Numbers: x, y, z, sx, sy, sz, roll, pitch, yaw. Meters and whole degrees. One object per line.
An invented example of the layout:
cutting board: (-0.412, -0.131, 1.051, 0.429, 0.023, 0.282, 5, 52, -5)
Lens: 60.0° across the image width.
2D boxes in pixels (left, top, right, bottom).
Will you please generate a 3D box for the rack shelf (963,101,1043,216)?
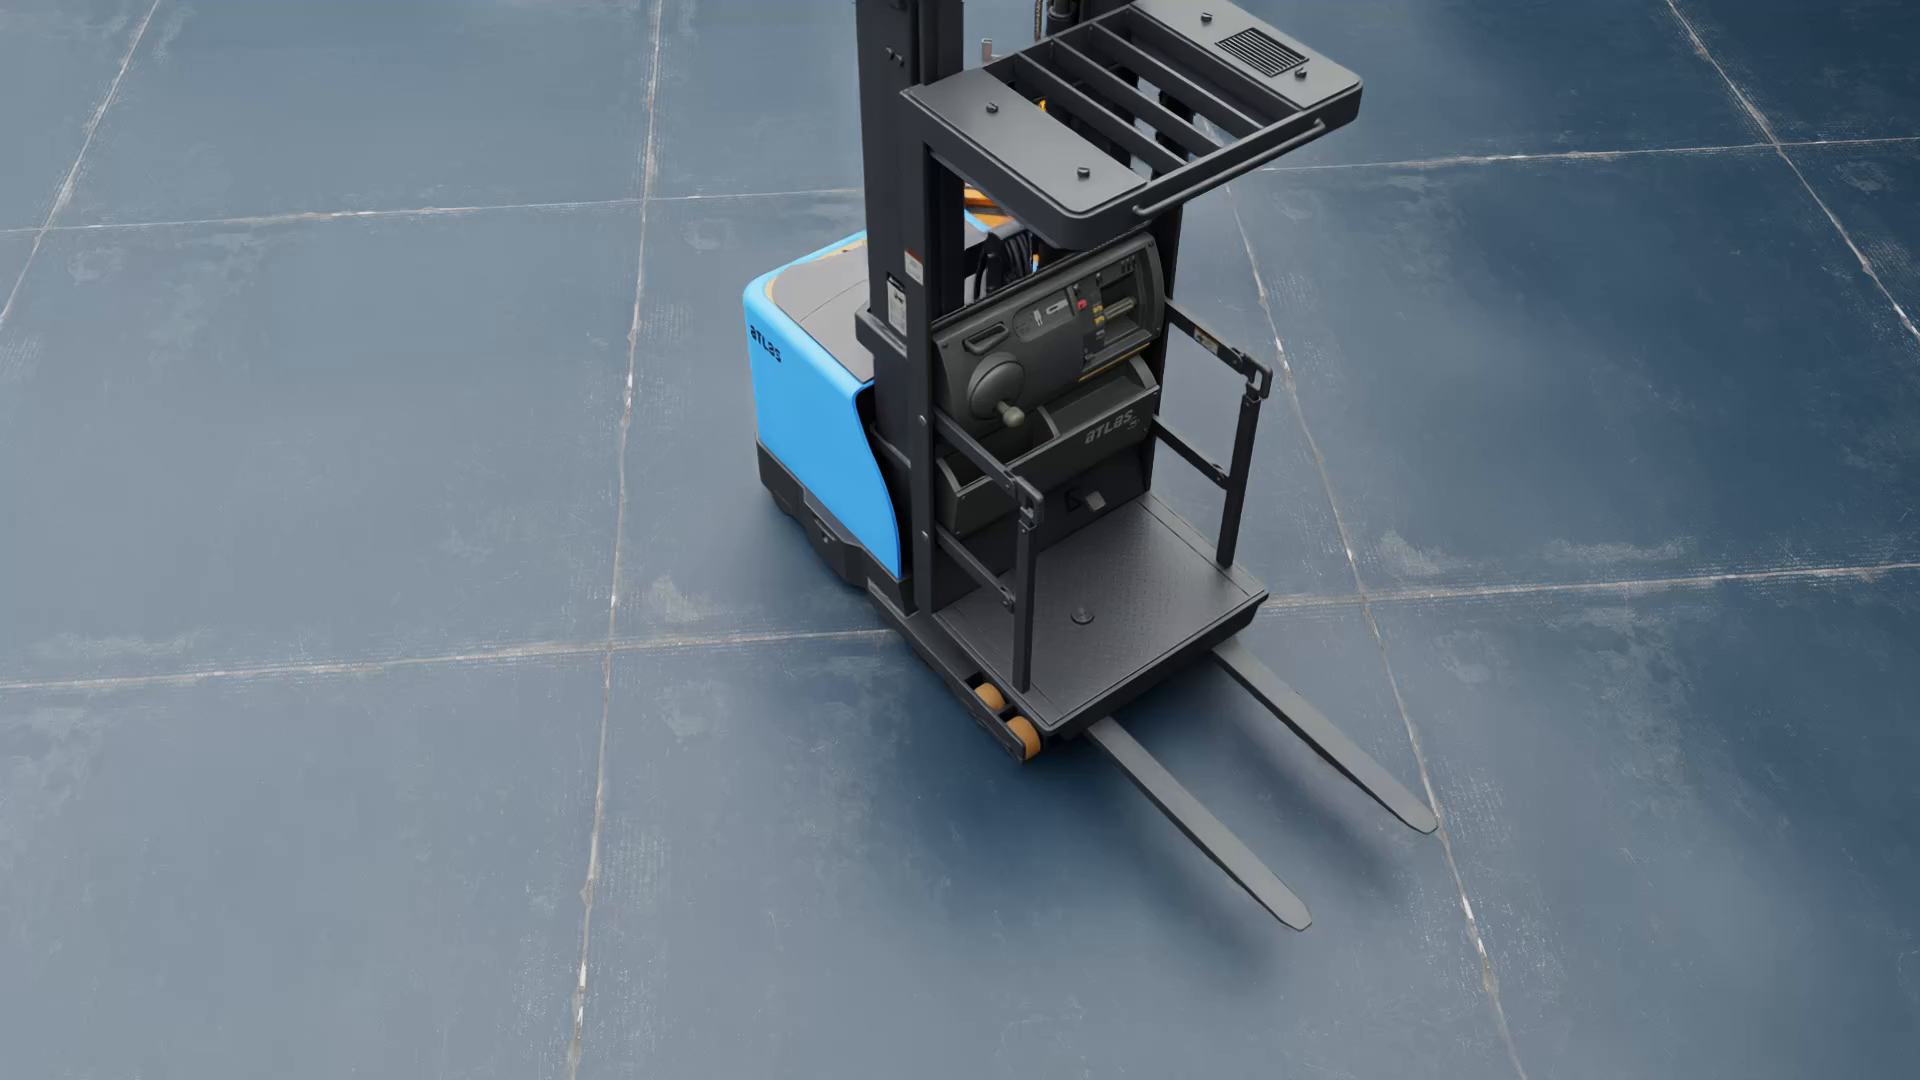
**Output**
rack shelf: (0.275, -1.665, 7.286, 0.538, 0.278, 1.000, 6, 47, 6)

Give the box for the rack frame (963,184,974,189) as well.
rack frame: (0.202, -1.099, 7.152, 0.500, 1.125, 0.032, 6, 47, 6)

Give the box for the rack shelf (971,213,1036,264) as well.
rack shelf: (0.275, -1.296, 7.676, 0.538, 0.278, 1.000, 6, 47, 6)

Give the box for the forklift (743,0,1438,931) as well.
forklift: (0.447, -0.608, 5.443, 1.130, 2.935, 3.031, -29, 53, -25)

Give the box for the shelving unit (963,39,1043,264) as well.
shelving unit: (0.275, -1.464, 7.498, 0.538, 1.125, 1.048, 6, 47, 6)

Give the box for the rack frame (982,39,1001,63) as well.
rack frame: (0.347, -1.829, 7.844, 0.500, 1.125, 0.032, 6, 47, 6)
